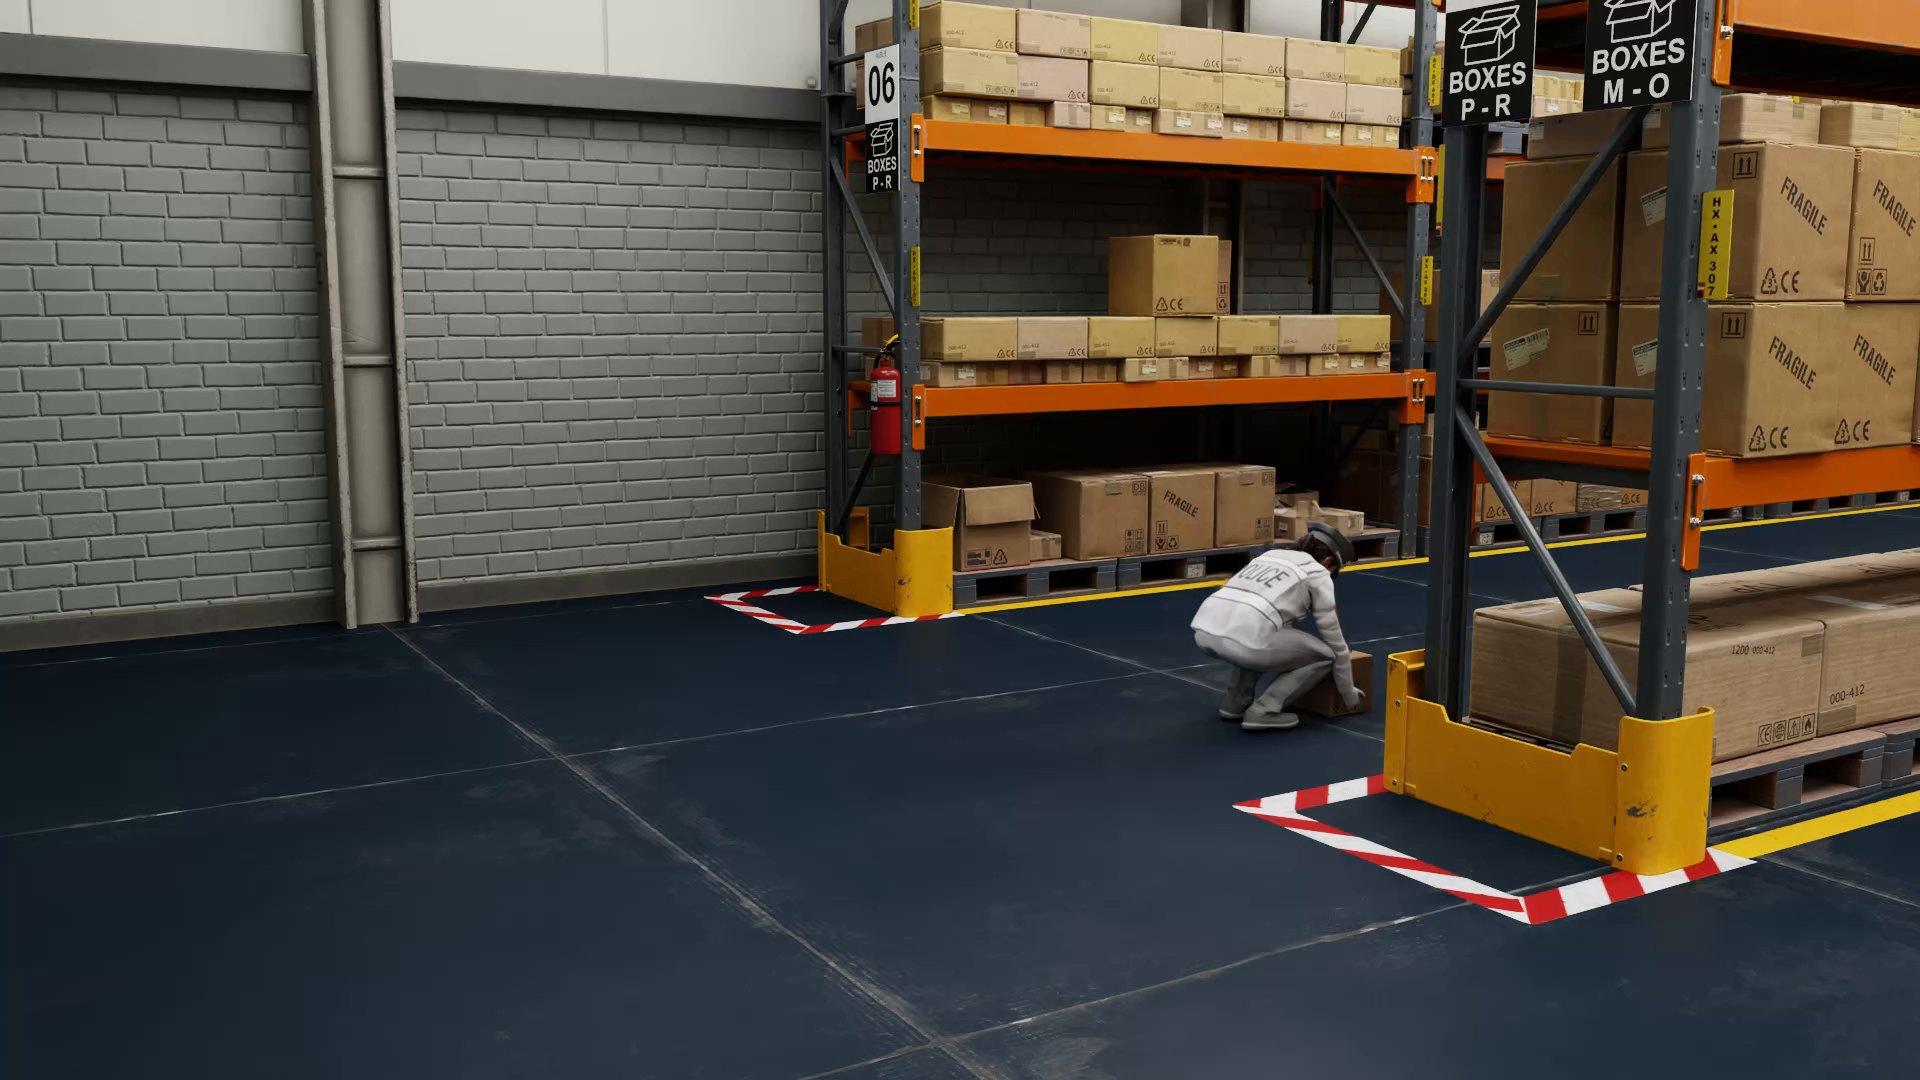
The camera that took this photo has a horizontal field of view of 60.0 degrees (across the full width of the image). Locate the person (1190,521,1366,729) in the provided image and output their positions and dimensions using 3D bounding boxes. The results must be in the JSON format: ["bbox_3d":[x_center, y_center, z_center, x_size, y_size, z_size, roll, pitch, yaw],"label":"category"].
[{"bbox_3d":[1.388,0.365,7.210,0.858,0.850,0.480,-5,10,-31],"label":"person"}]
